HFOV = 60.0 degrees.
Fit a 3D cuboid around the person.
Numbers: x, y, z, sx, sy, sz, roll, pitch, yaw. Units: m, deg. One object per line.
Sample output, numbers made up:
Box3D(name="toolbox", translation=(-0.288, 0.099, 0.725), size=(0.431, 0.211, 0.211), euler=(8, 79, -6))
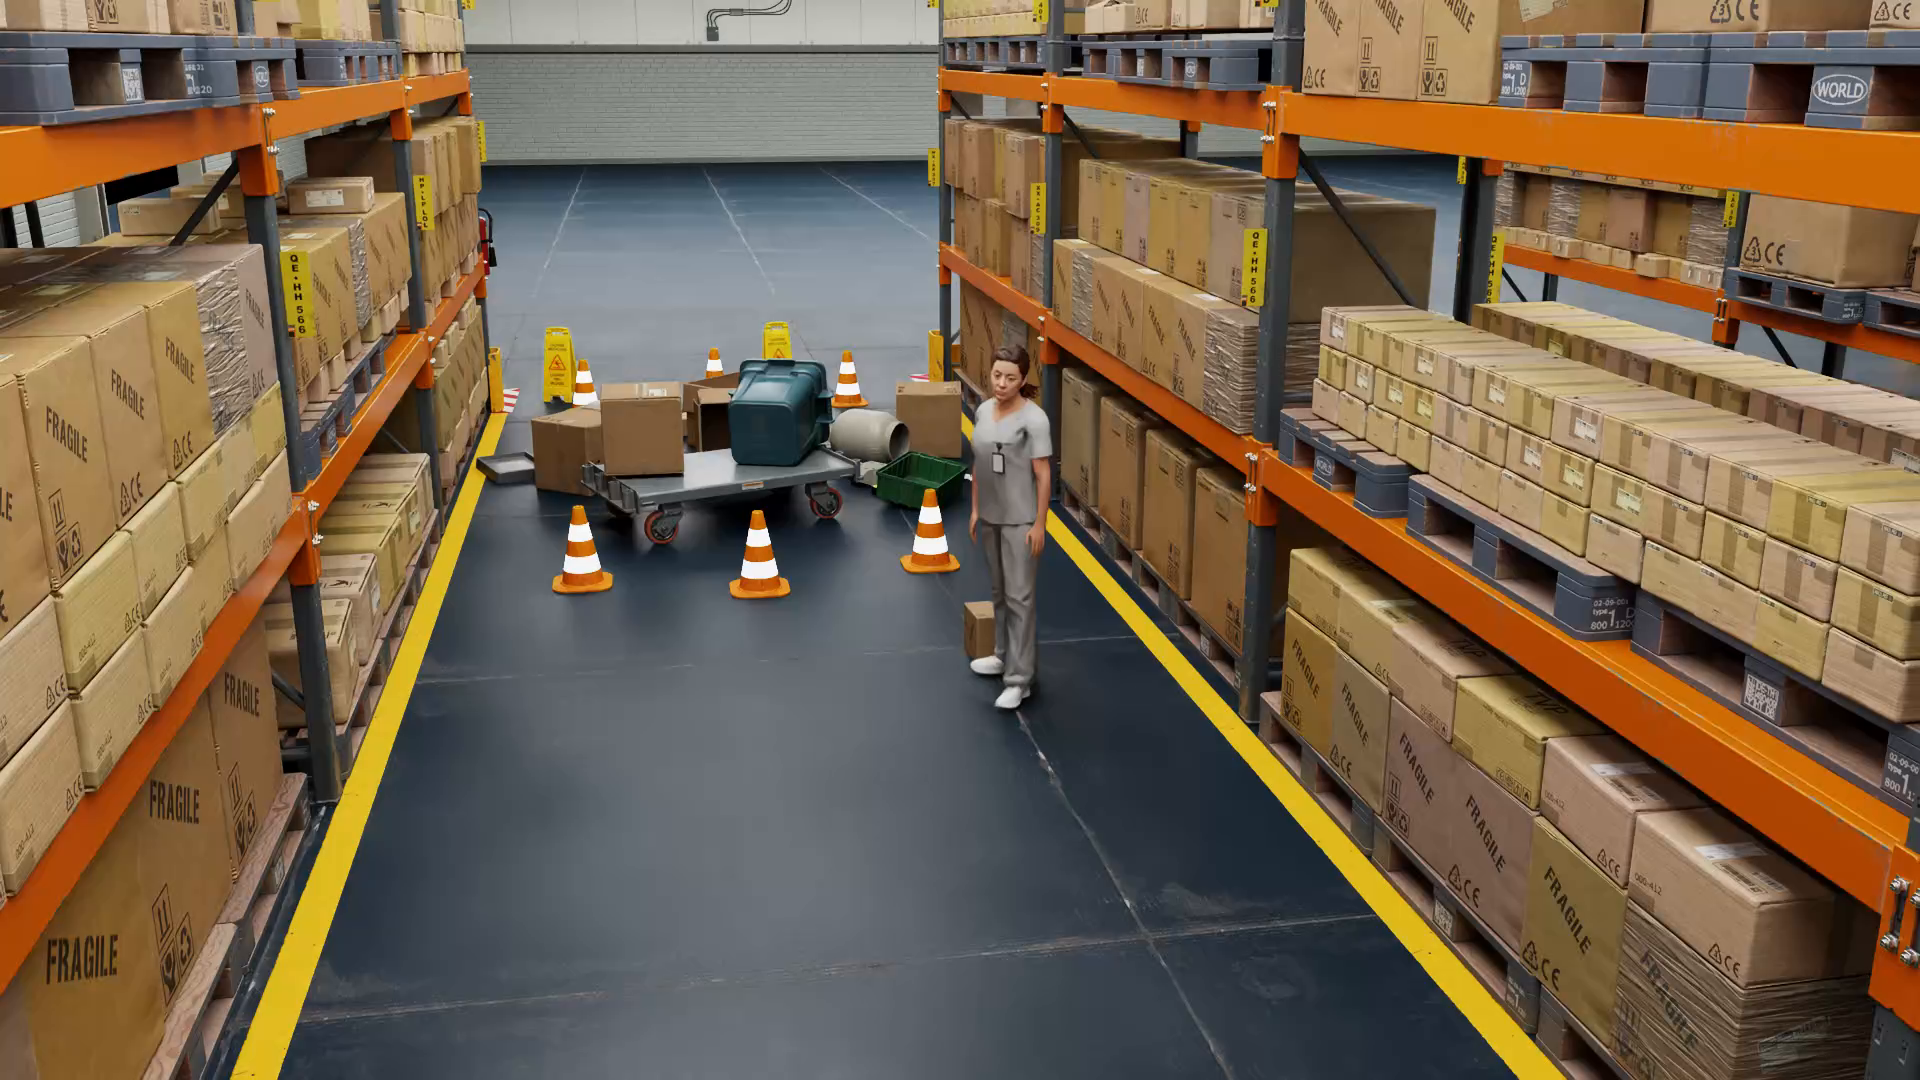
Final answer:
Box3D(name="person", translation=(0.212, -0.092, 7.789), size=(0.496, 1.669, 0.519), euler=(-14, 21, -39))
